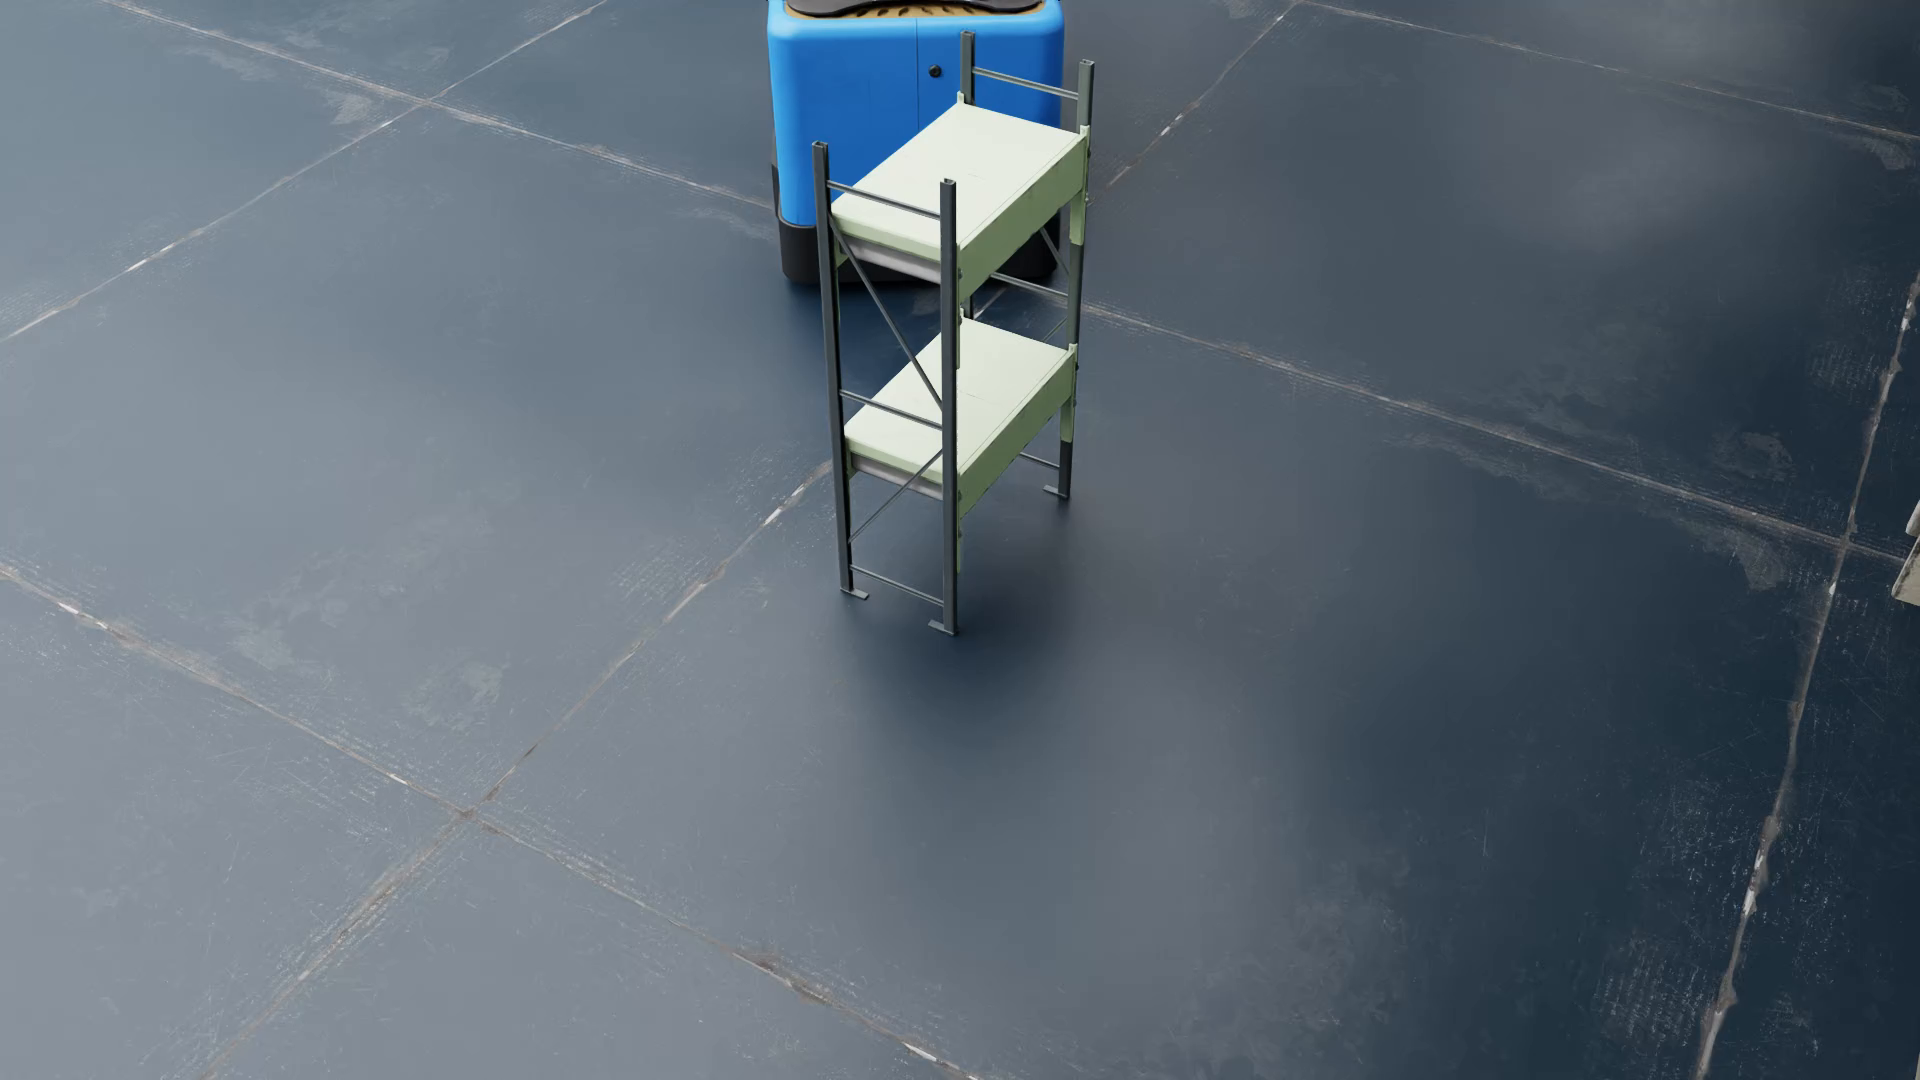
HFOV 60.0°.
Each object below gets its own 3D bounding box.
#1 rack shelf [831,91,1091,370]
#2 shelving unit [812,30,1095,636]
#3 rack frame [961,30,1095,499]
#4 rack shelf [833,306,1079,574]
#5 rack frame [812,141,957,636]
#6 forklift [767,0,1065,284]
[{"bbox_3d":[-0.003,-0.852,4.492,0.431,0.370,0.720,21,45,22],"label":"rack shelf"},{"bbox_3d":[-0.003,-0.559,4.750,0.431,1.500,0.755,21,45,22],"label":"shelving unit"},{"bbox_3d":[0.180,-0.768,4.988,0.400,1.500,0.023,21,45,22],"label":"rack frame"},{"bbox_3d":[-0.003,-0.314,4.965,0.431,0.370,0.720,21,45,22],"label":"rack shelf"},{"bbox_3d":[-0.186,-0.350,4.512,0.400,1.500,0.023,21,45,22],"label":"rack frame"},{"bbox_3d":[-0.222,-3.020,6.462,1.130,2.935,3.031,-2,41,-2],"label":"forklift"}]
